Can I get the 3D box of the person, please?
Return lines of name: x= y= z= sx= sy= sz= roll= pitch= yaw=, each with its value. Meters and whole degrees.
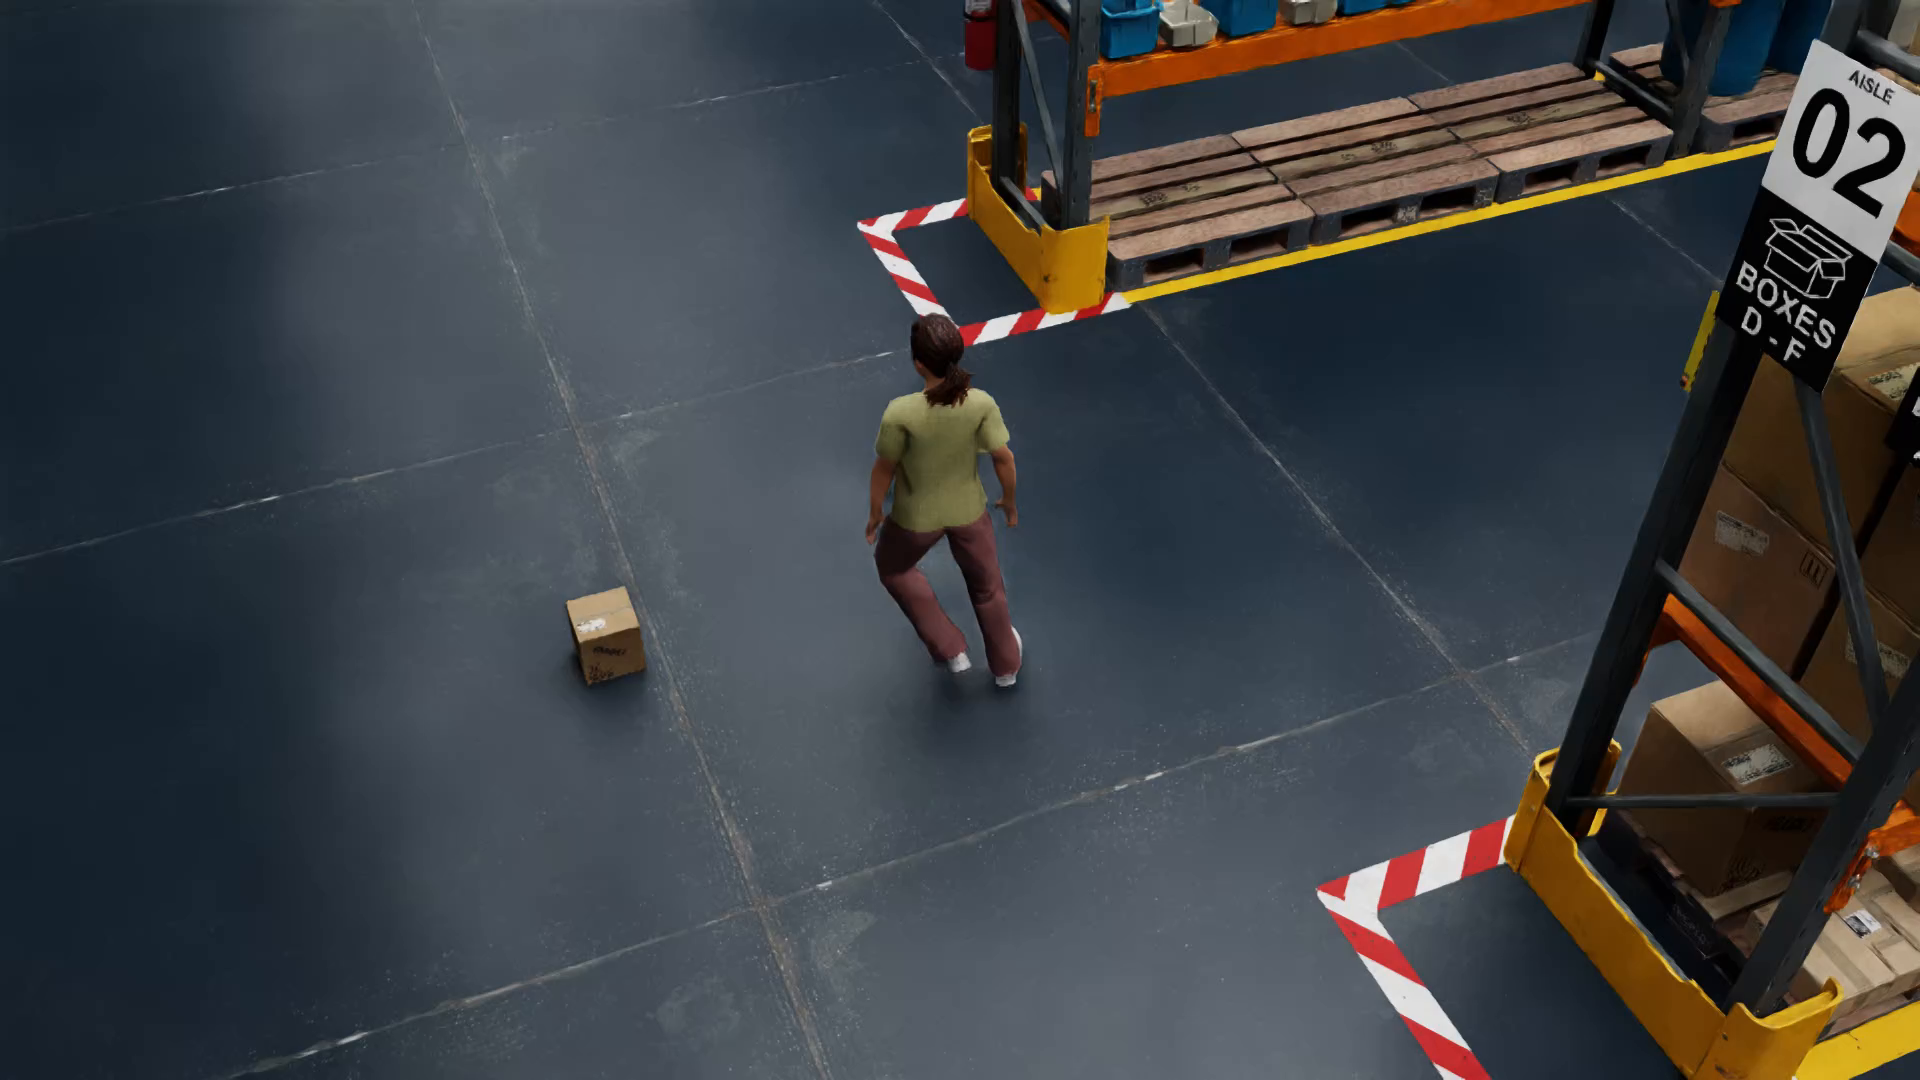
person: x=-0.041 y=-0.099 z=6.254 sx=0.636 sy=1.644 sz=0.402 roll=-11 pitch=43 yaw=-12
